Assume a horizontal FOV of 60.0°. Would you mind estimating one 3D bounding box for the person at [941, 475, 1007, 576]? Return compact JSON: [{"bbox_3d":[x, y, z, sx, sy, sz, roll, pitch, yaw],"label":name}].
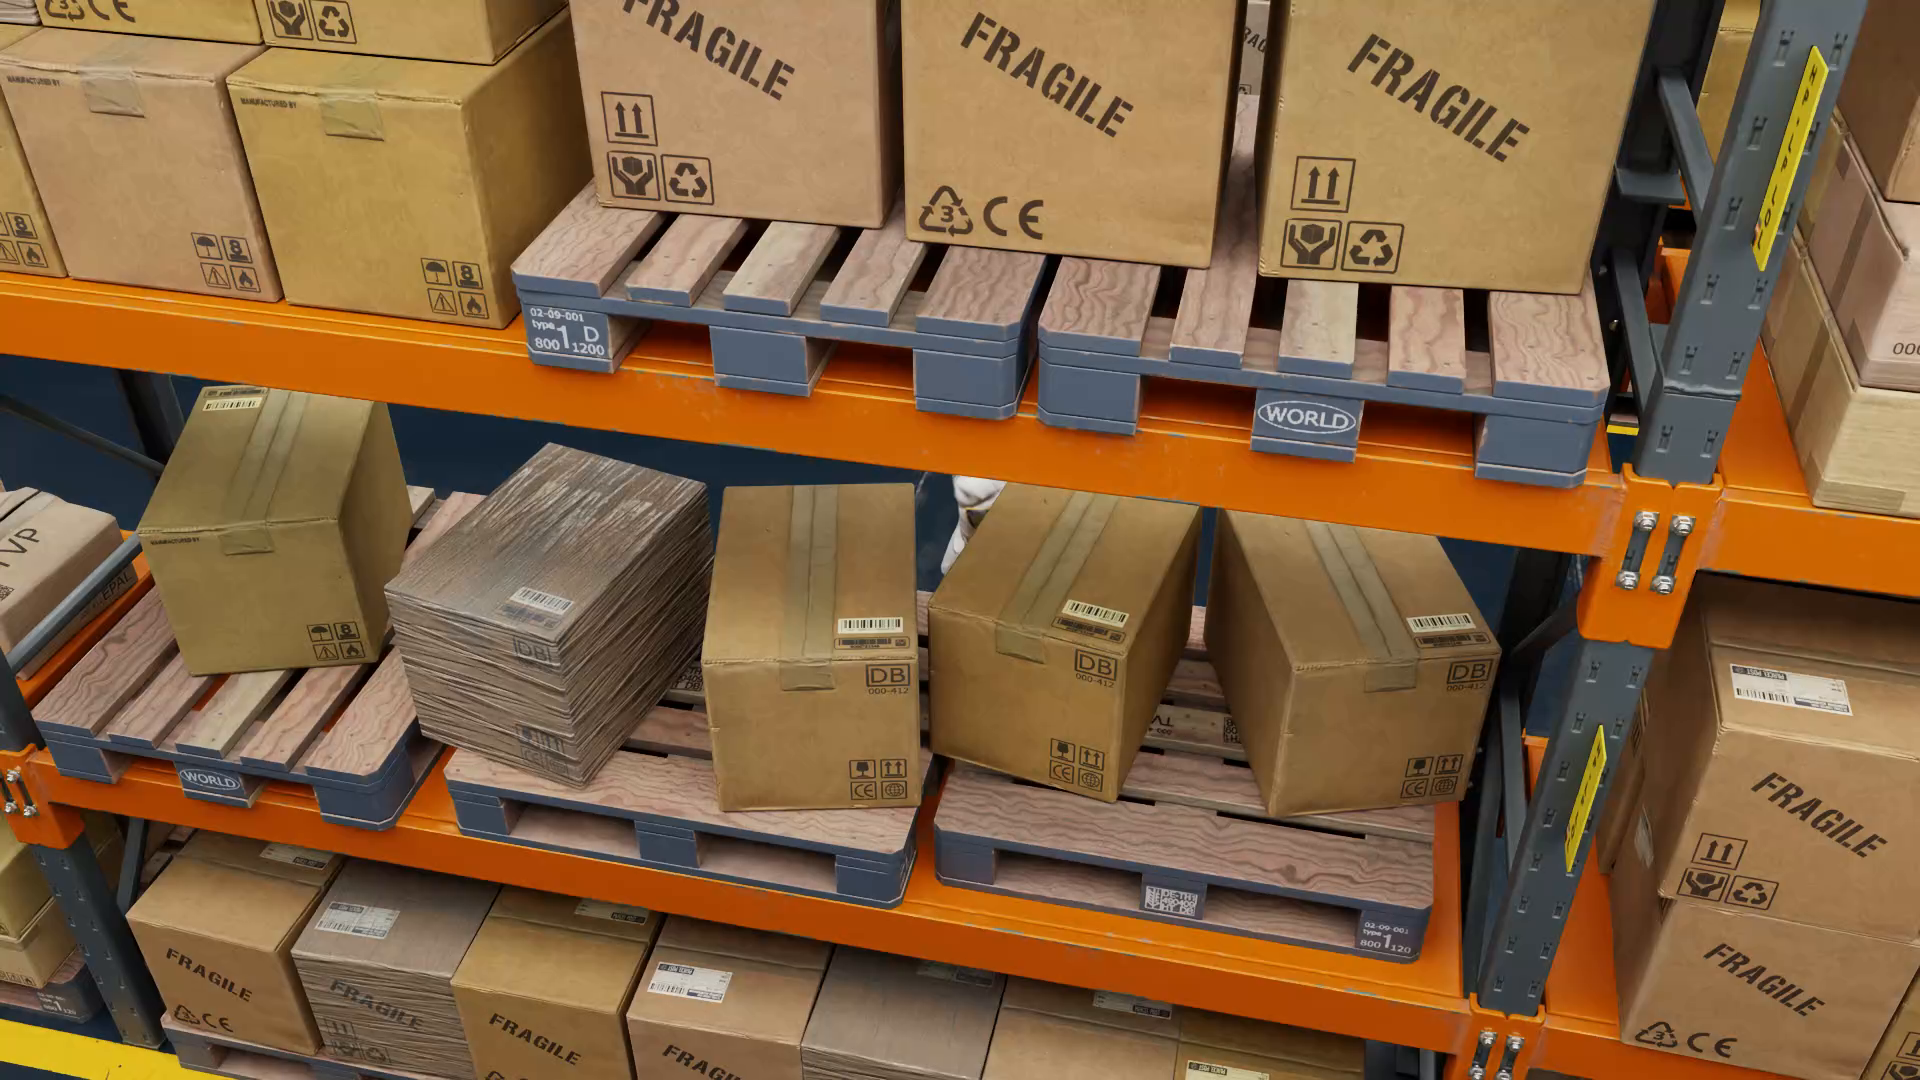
[{"bbox_3d":[0.146,0.112,6.001,0.394,1.663,0.468,9,38,12],"label":"person"}]
